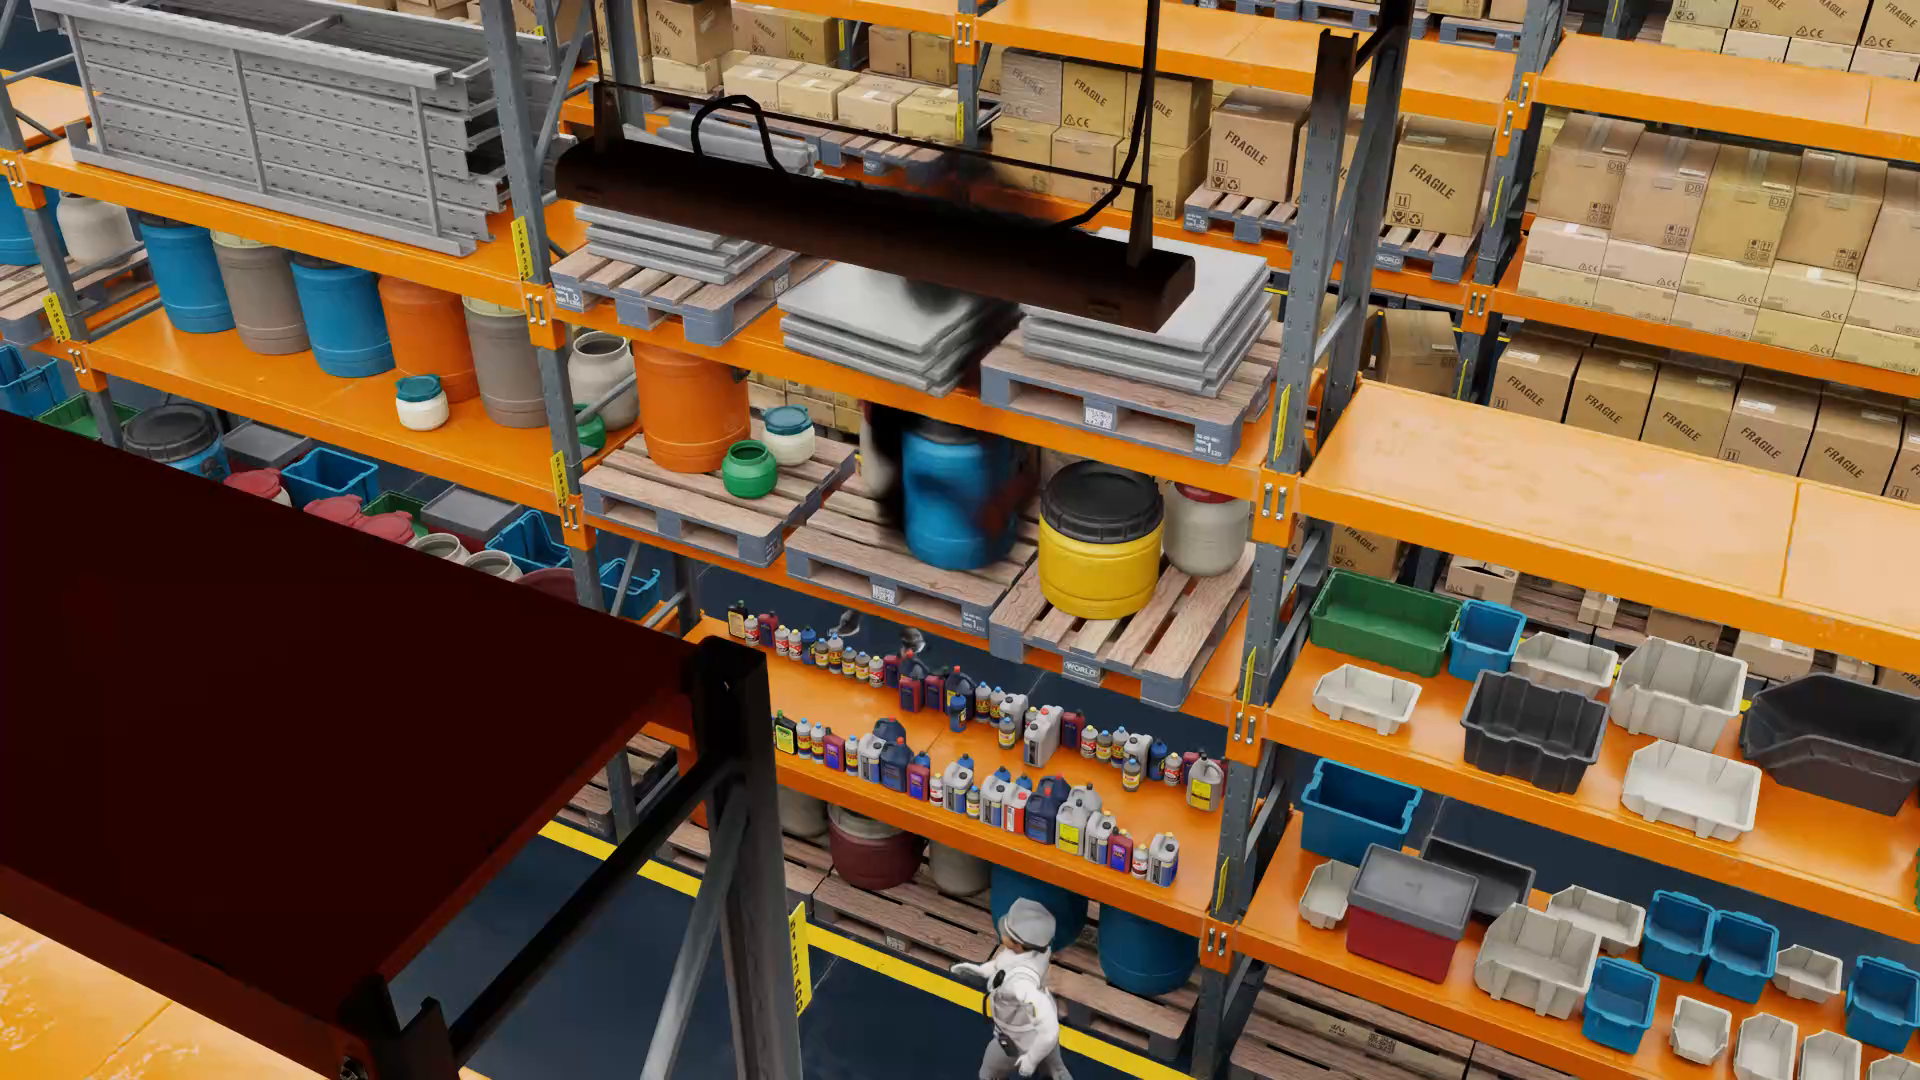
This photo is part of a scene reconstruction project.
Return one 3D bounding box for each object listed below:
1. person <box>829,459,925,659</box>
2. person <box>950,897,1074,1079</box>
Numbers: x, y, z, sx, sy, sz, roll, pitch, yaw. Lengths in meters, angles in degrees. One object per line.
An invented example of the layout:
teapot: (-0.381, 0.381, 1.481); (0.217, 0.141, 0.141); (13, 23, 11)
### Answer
person: (-0.610, 0.128, 11.785); (0.801, 1.635, 0.571); (11, 37, 15)
person: (0.304, 2.497, 8.376); (0.779, 1.795, 0.583); (13, 37, 17)
